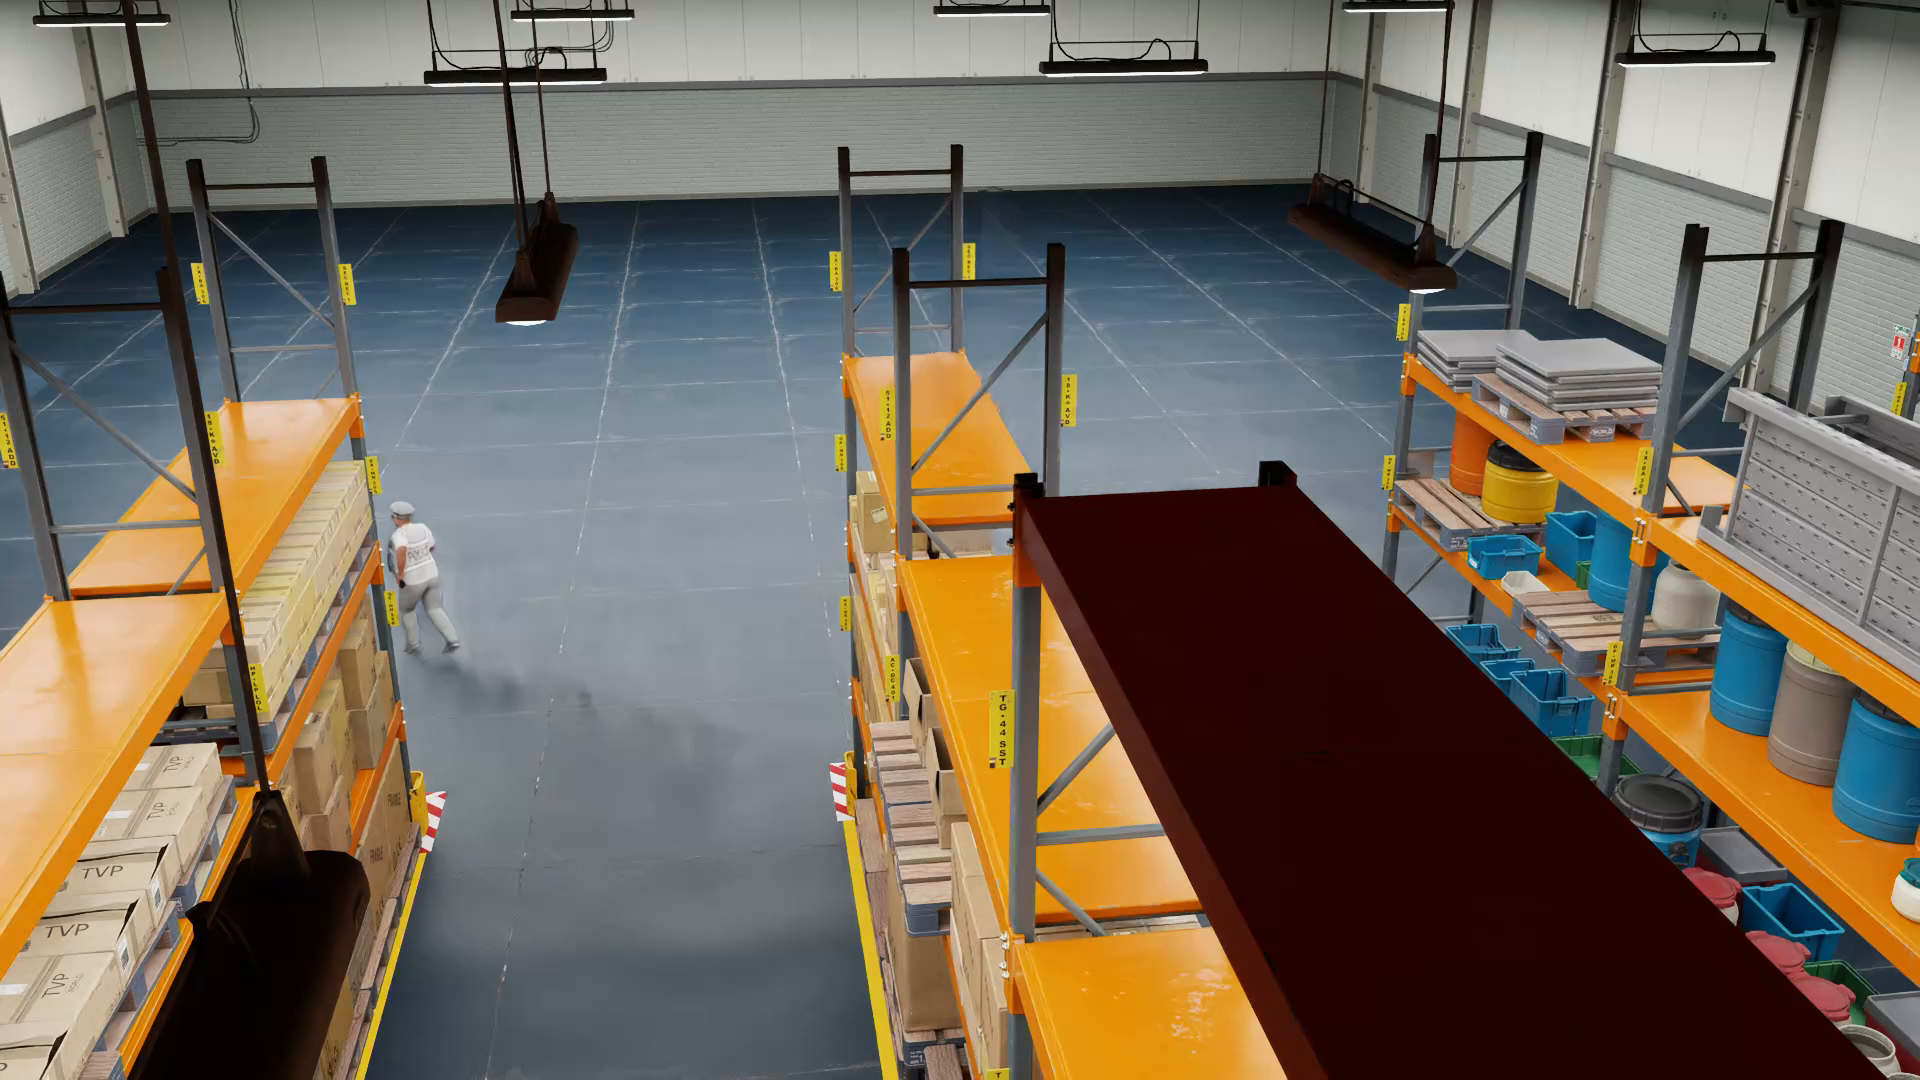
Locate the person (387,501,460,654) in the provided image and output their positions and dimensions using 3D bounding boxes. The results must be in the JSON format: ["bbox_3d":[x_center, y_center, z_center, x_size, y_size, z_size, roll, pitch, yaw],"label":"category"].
[{"bbox_3d":[-5.868,0.493,18.099,0.952,1.833,0.677,14,26,31],"label":"person"}]
